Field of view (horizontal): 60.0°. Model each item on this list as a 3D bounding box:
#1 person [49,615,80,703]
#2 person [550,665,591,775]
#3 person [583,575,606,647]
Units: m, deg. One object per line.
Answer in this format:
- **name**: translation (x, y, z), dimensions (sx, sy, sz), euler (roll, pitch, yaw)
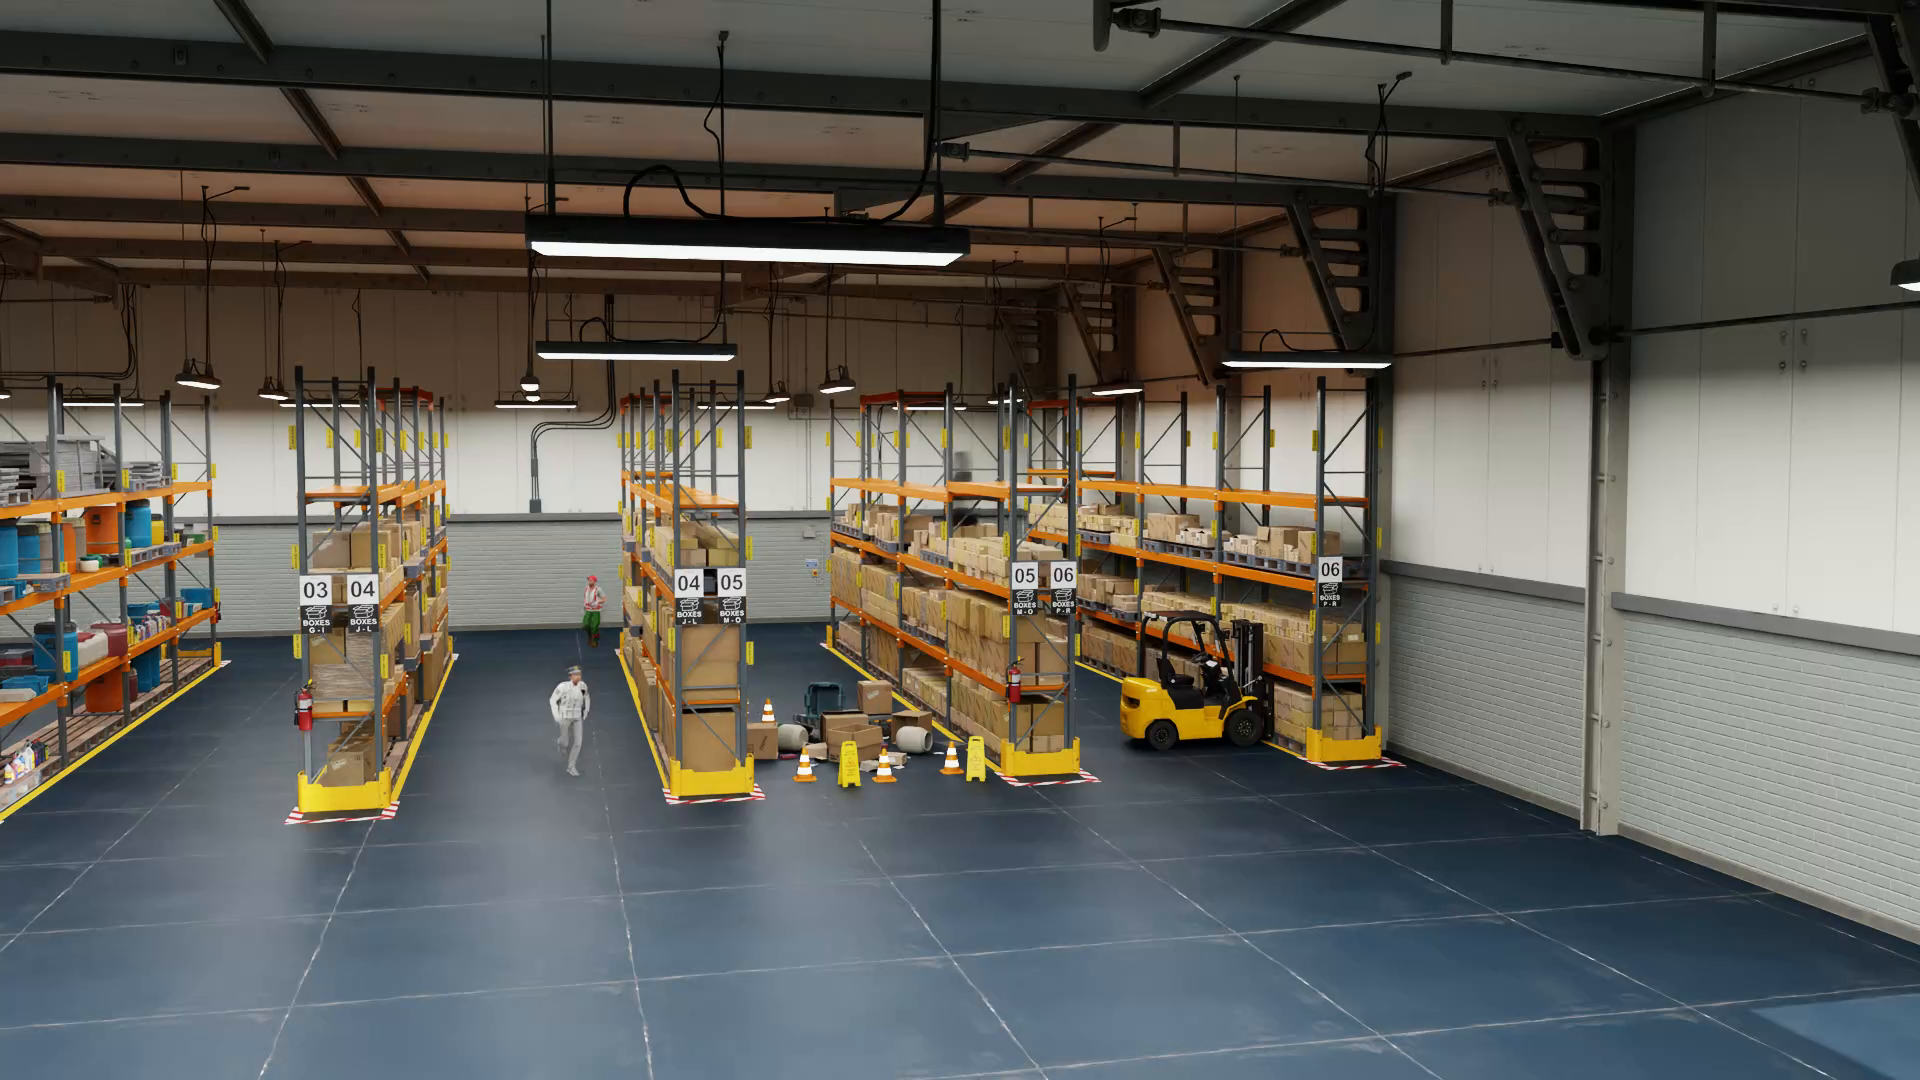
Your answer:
- **person**: translation (-17.358, 2.278, 32.175), dimensions (0.747, 1.715, 1.043), euler (0, 3, -6)
- **person**: translation (-5.908, 2.703, 25.183), dimensions (0.636, 1.668, 0.751), euler (-2, 4, -32)
- **person**: translation (-8.882, 1.724, 40.157), dimensions (0.633, 1.747, 0.596), euler (1, 4, 15)
